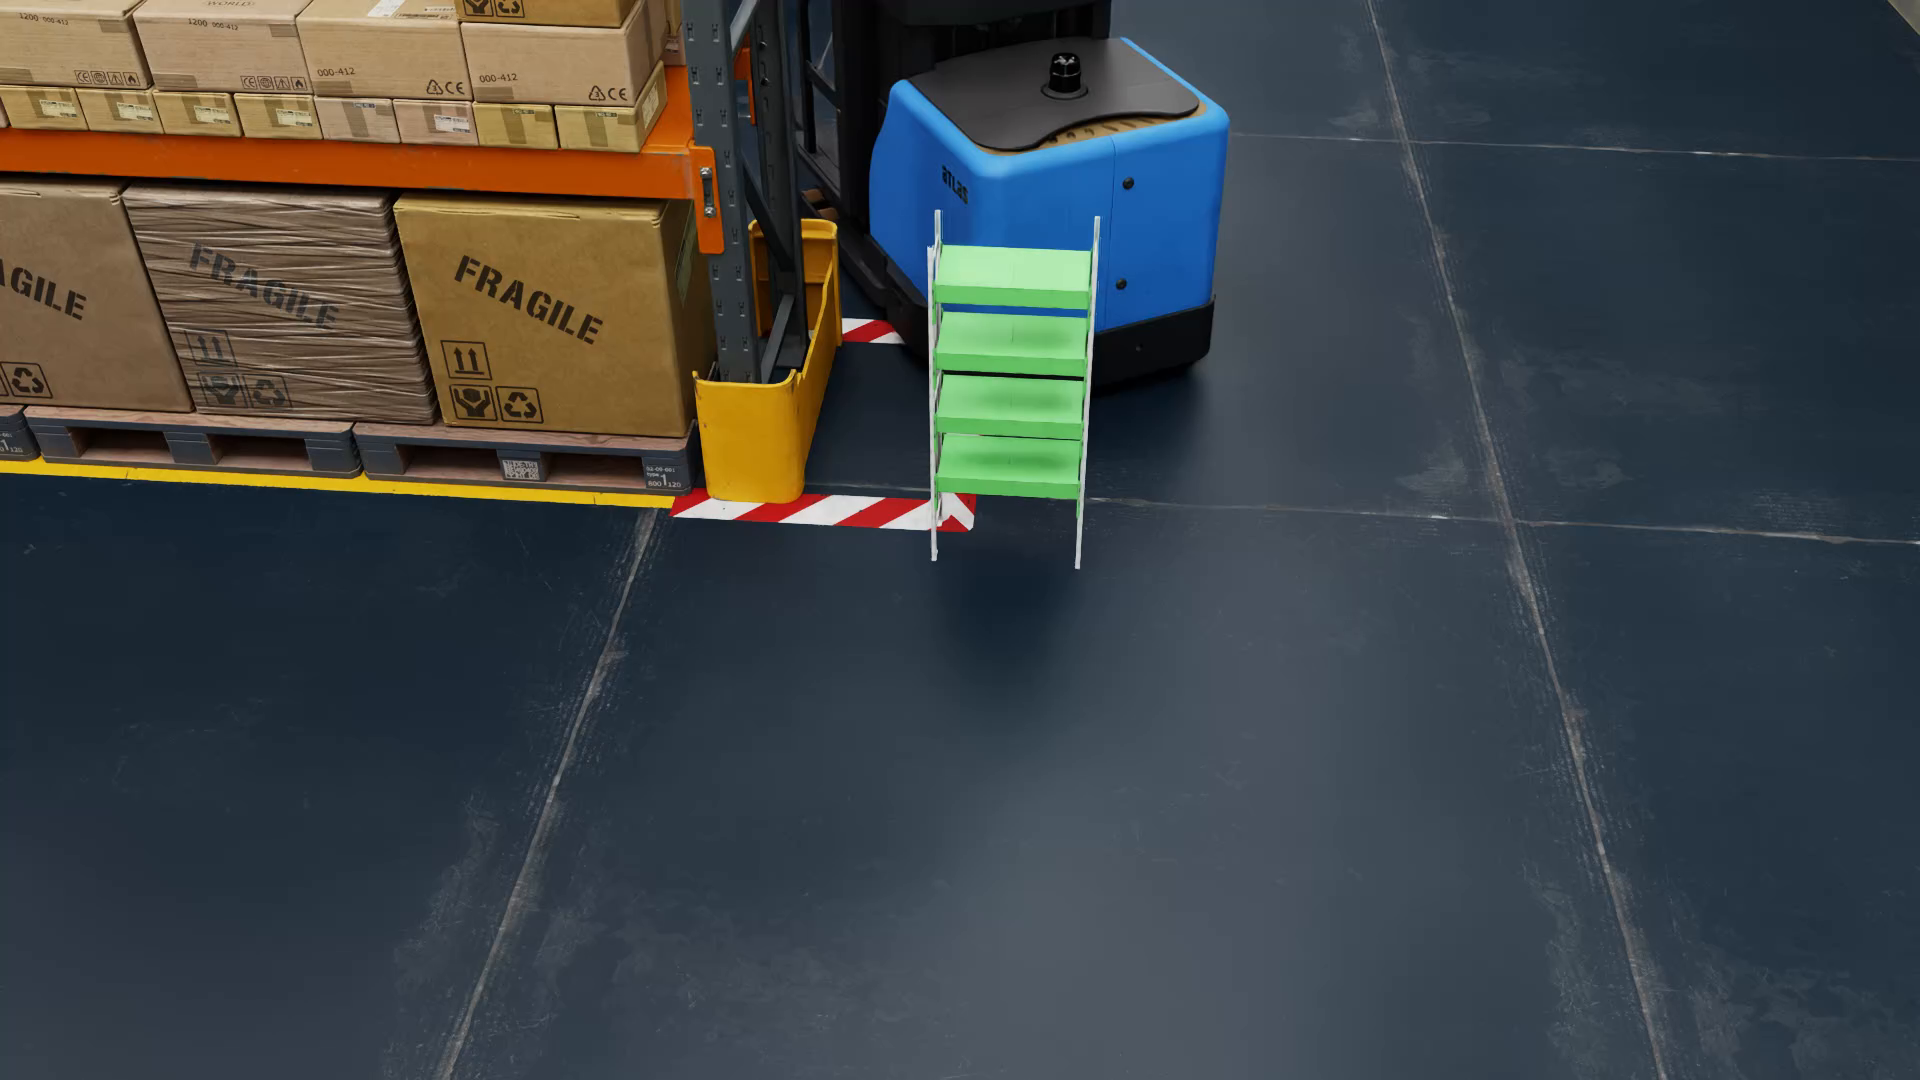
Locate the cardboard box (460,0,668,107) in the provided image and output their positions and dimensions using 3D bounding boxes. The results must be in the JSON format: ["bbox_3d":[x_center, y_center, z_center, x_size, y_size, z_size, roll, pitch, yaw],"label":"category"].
[{"bbox_3d":[-1.222,-1.583,5.202,0.500,0.250,0.500,3,39,3],"label":"cardboard box"}]

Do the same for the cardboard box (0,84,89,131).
[{"bbox_3d":[-2.883,-1.478,5.389,0.250,0.149,0.380,2,39,3],"label":"cardboard box"}]

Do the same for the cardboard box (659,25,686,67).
[{"bbox_3d":[-1.042,-1.796,5.779,0.250,0.149,0.380,4,39,4],"label":"cardboard box"}]

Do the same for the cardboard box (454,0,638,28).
[{"bbox_3d":[-1.225,-1.876,4.968,0.500,0.500,0.500,4,39,4],"label":"cardboard box"}]

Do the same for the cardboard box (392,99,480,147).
[{"bbox_3d":[-1.610,-1.409,5.304,0.250,0.149,0.380,3,39,4],"label":"cardboard box"}]

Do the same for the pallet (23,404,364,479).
[{"bbox_3d":[-2.732,-0.648,6.378,1.213,0.211,1.003,3,39,4],"label":"pallet"}]

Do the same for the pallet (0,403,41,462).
[{"bbox_3d":[-3.951,-0.712,6.458,1.213,0.211,1.003,3,39,4],"label":"pallet"}]

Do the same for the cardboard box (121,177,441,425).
[{"bbox_3d":[-2.268,-1.040,6.001,0.875,0.875,0.875,3,39,4],"label":"cardboard box"}]

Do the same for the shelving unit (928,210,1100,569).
[{"bbox_3d":[0.165,-0.456,5.360,0.503,1.200,0.258,3,39,4],"label":"shelving unit"}]

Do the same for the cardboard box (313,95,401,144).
[{"bbox_3d":[-1.859,-1.423,5.321,0.250,0.149,0.380,4,39,5],"label":"cardboard box"}]

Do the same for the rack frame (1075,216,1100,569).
[{"bbox_3d":[0.408,-0.443,5.344,0.015,1.200,0.240,3,39,4],"label":"rack frame"}]

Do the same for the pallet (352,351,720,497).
[{"bbox_3d":[-1.520,-0.579,6.295,1.213,0.211,1.003,3,39,4],"label":"pallet"}]

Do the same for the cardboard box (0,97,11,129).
[{"bbox_3d":[-3.144,-1.492,5.405,0.250,0.149,0.380,4,39,4],"label":"cardboard box"}]

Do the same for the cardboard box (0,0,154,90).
[{"bbox_3d":[-2.754,-1.665,5.302,0.500,0.250,0.500,3,39,4],"label":"cardboard box"}]

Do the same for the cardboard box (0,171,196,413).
[{"bbox_3d":[-3.154,-1.088,6.061,0.875,0.875,0.875,3,39,4],"label":"cardboard box"}]

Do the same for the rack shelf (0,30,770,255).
[{"bbox_3d":[-2.709,-1.497,5.782,4.000,0.370,1.077,3,39,4],"label":"rack shelf"}]

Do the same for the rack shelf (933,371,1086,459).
[{"bbox_3d":[0.165,-0.407,5.400,0.480,0.148,0.258,3,39,4],"label":"rack shelf"}]

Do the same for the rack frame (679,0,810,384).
[{"bbox_3d":[-0.717,-1.667,5.421,0.127,3.000,1.000,3,39,4],"label":"rack frame"}]

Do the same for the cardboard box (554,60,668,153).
[{"bbox_3d":[-1.100,-1.382,5.270,0.250,0.149,0.380,4,39,5],"label":"cardboard box"}]

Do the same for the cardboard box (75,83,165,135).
[{"bbox_3d":[-2.623,-1.465,5.373,0.250,0.149,0.380,4,39,5],"label":"cardboard box"}]

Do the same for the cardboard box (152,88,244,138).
[{"bbox_3d":[-2.376,-1.450,5.354,0.250,0.149,0.380,3,39,4],"label":"cardboard box"}]

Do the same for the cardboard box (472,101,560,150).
[{"bbox_3d":[-1.359,-1.395,5.286,0.250,0.149,0.380,4,39,4],"label":"cardboard box"}]

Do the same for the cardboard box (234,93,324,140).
[{"bbox_3d":[-2.118,-1.436,5.337,0.250,0.149,0.380,2,39,3],"label":"cardboard box"}]

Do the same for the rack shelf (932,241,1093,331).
[{"bbox_3d":[0.165,-0.779,5.097,0.480,0.148,0.258,3,39,4],"label":"rack shelf"}]

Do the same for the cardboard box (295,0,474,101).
[{"bbox_3d":[-1.728,-1.611,5.237,0.500,0.250,0.500,2,39,3],"label":"cardboard box"}]

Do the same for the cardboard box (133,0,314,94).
[{"bbox_3d":[-2.235,-1.639,5.271,0.500,0.250,0.500,2,39,2],"label":"cardboard box"}]

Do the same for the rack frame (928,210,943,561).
[{"bbox_3d":[-0.078,-0.470,5.376,0.015,1.200,0.240,3,39,4],"label":"rack frame"}]

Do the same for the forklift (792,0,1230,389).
[{"bbox_3d":[-0.093,-2.538,6.547,1.130,2.935,3.031,-16,42,-19],"label":"forklift"}]

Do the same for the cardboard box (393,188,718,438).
[{"bbox_3d":[-1.361,-0.990,5.941,0.875,0.875,0.875,3,39,4],"label":"cardboard box"}]

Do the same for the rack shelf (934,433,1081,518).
[{"bbox_3d":[0.165,-0.221,5.552,0.480,0.148,0.258,3,39,4],"label":"rack shelf"}]

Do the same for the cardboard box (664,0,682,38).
[{"bbox_3d":[-1.172,-1.920,5.616,0.500,0.250,0.500,2,39,3],"label":"cardboard box"}]

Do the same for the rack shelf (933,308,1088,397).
[{"bbox_3d":[0.165,-0.593,5.249,0.480,0.148,0.258,3,39,4],"label":"rack shelf"}]

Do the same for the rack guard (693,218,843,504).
[{"bbox_3d":[-0.693,-0.696,6.209,0.348,0.500,1.175,3,39,4],"label":"rack guard"}]
